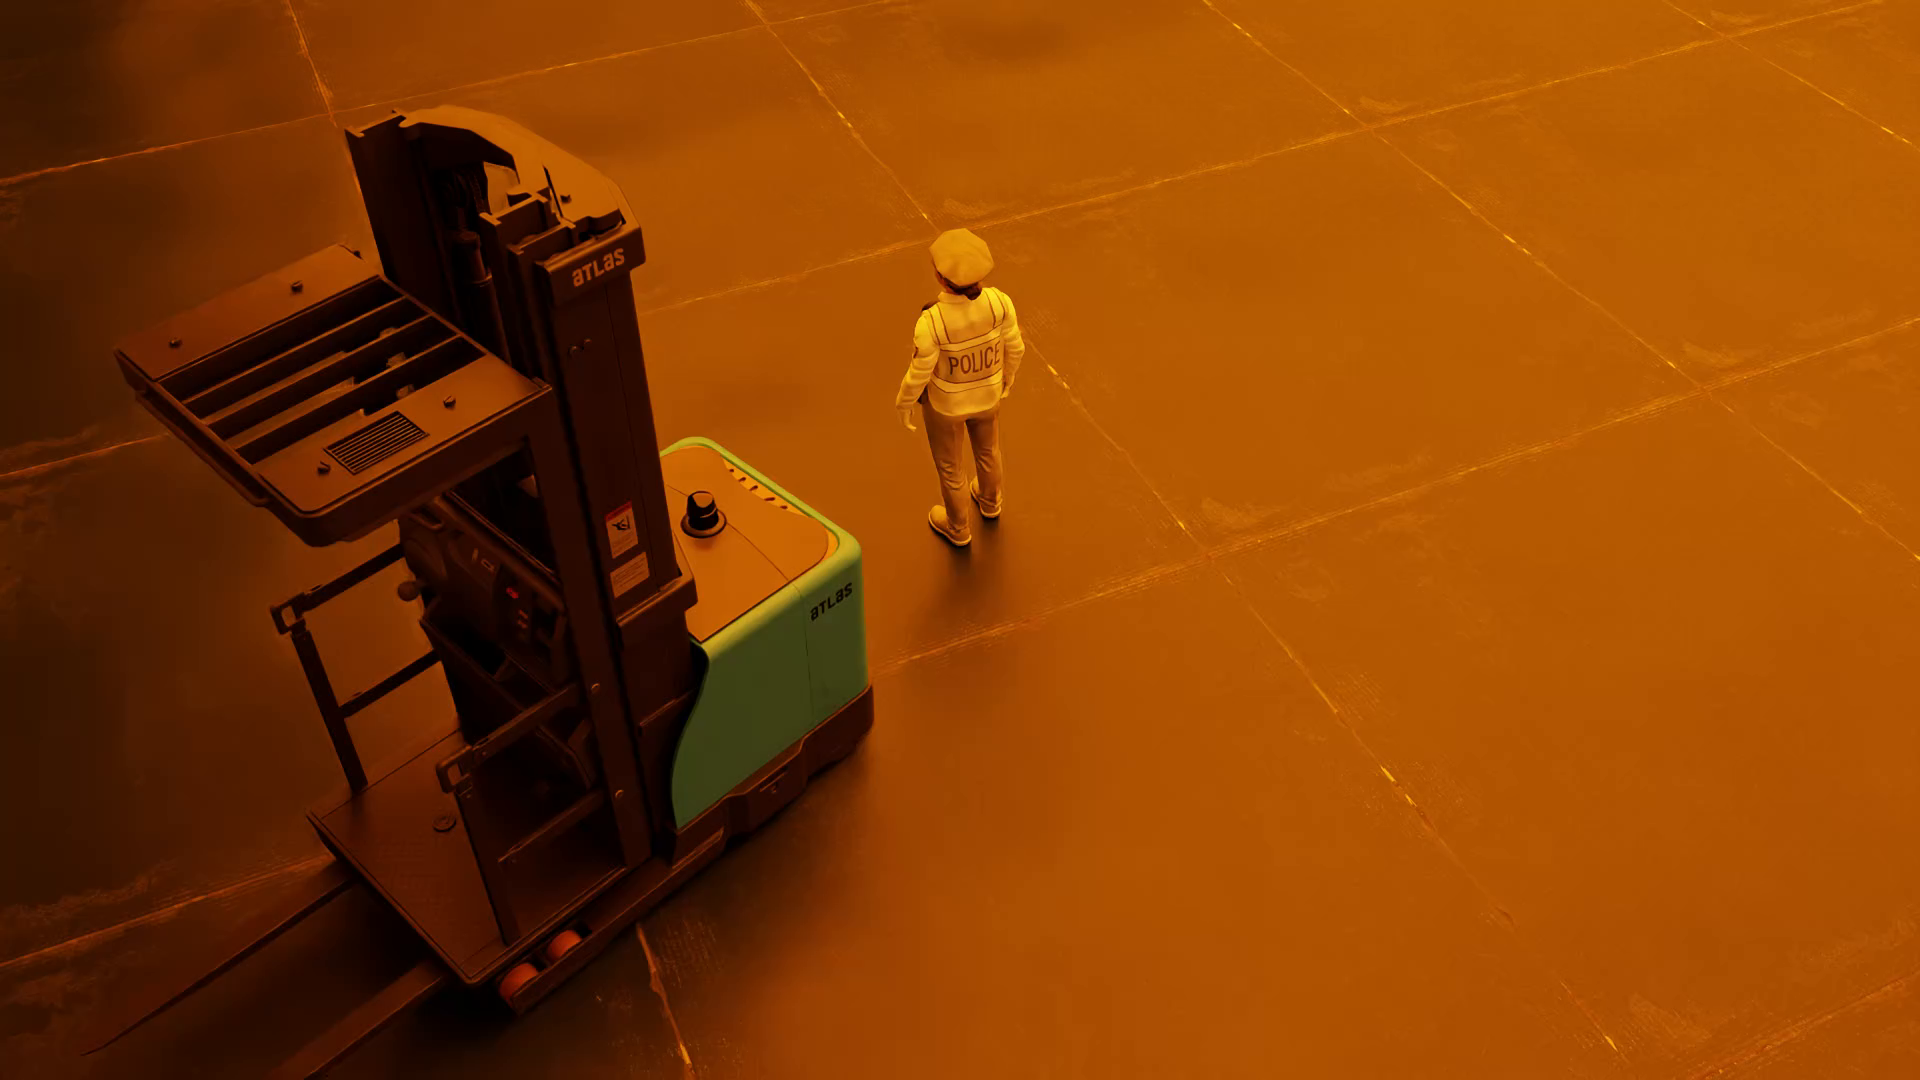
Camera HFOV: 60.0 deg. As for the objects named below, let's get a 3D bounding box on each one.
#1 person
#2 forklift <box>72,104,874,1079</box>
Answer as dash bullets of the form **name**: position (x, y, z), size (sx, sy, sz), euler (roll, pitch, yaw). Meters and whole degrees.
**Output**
- **person**: position (-0.023, -0.670, 7.293), size (0.587, 1.694, 0.529), euler (-18, 46, -18)
- **forklift**: position (-1.738, 0.223, 5.441), size (1.130, 2.935, 3.031), euler (33, 52, 30)
